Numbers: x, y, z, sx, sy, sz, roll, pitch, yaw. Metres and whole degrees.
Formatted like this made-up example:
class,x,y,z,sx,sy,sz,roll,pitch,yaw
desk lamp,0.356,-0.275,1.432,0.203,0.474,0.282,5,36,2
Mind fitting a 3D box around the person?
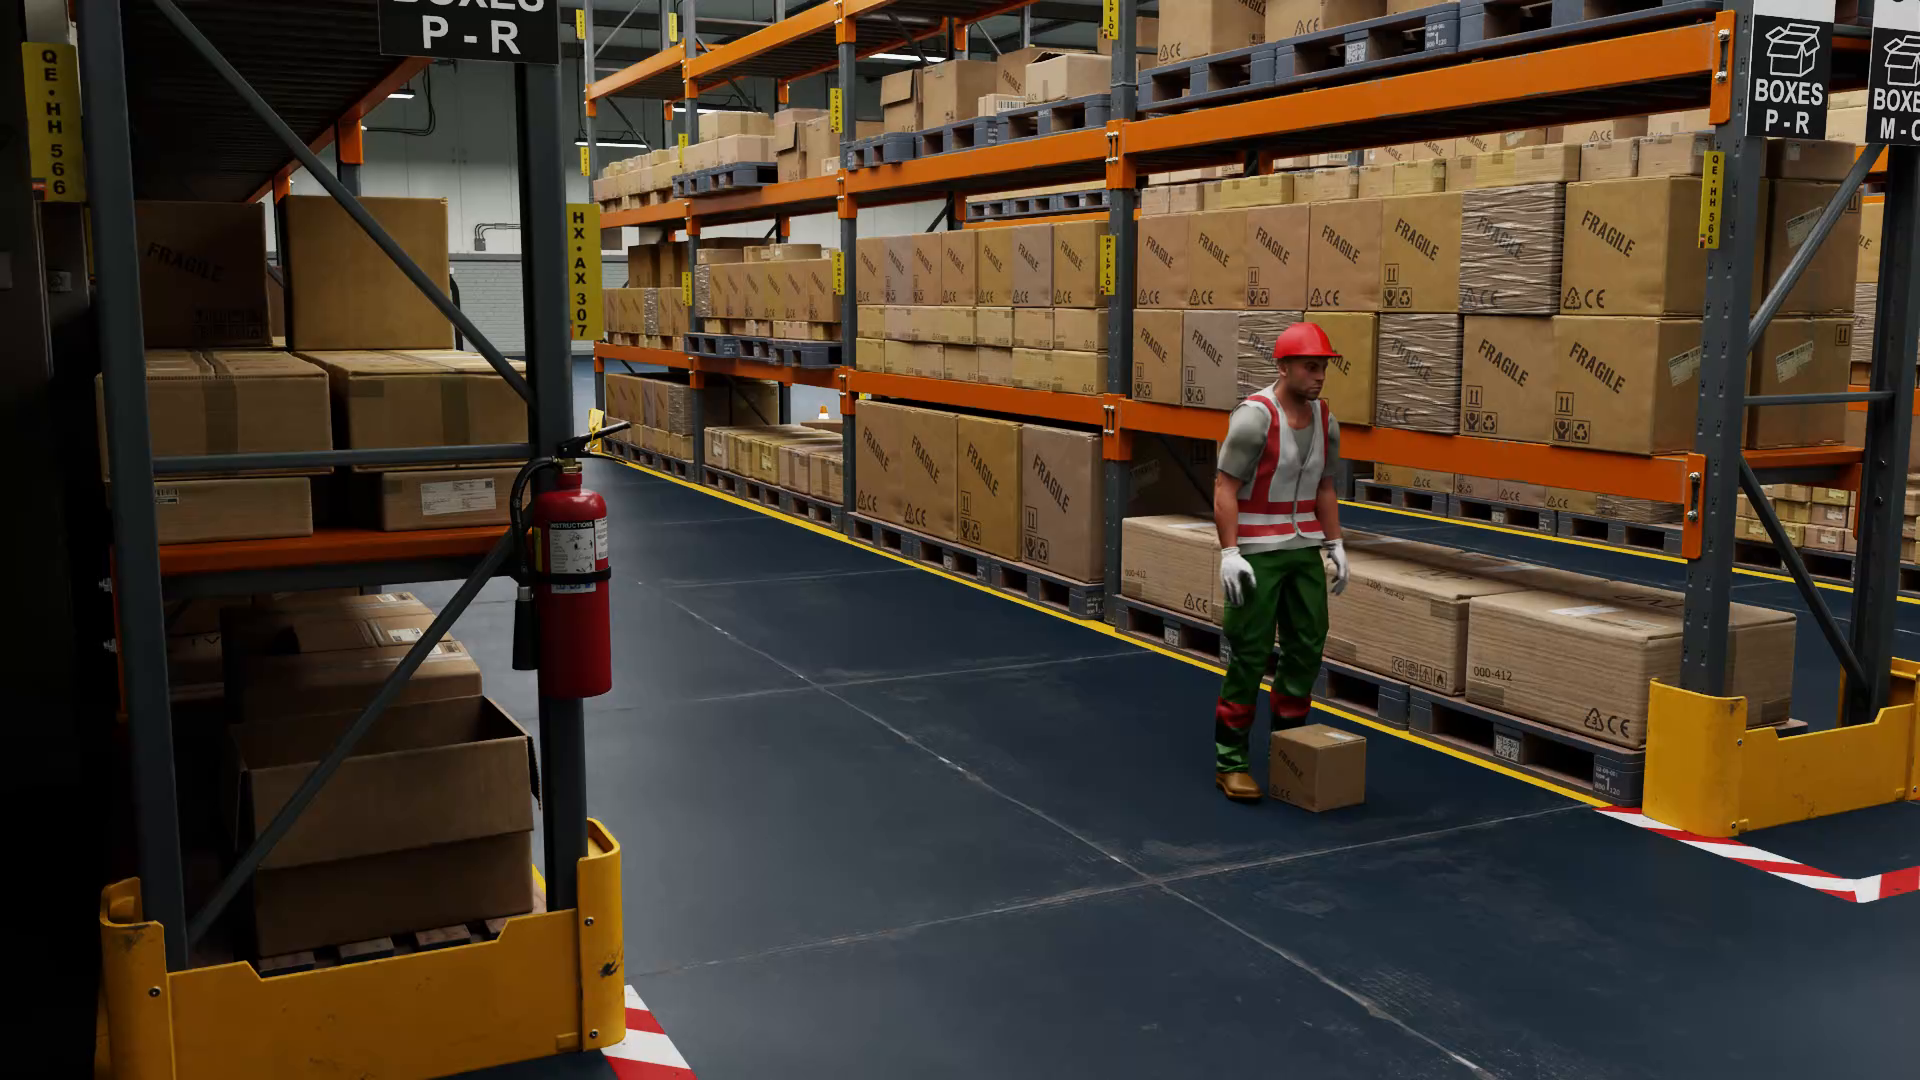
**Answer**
class,x,y,z,sx,sy,sz,roll,pitch,yaw
person,1.225,0.070,6.314,0.623,1.780,0.450,-5,10,-30
